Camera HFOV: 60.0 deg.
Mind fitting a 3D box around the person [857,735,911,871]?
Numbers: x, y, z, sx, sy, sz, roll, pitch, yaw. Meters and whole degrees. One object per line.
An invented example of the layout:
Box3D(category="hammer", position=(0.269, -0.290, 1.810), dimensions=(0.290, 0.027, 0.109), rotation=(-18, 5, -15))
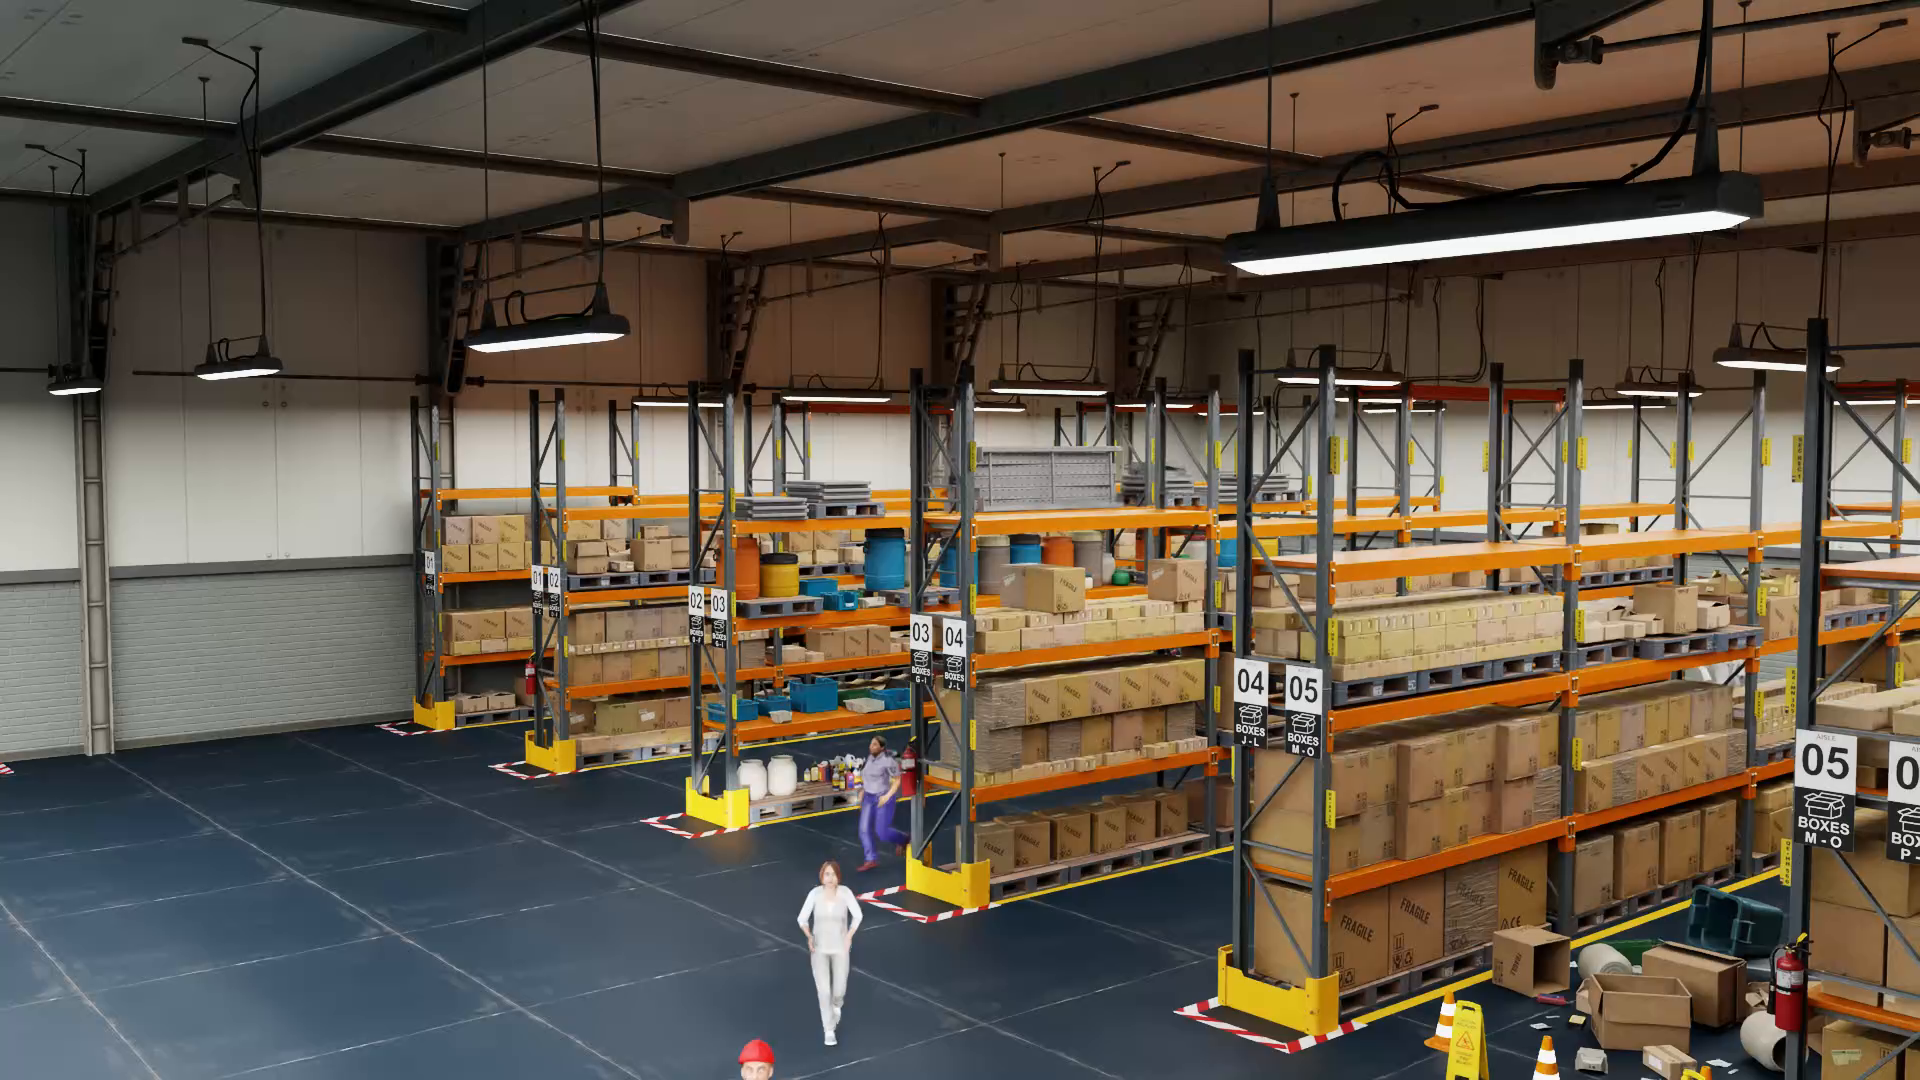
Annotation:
Box3D(category="person", position=(-0.950, 3.176, 20.214), dimensions=(0.633, 1.626, 0.715), rotation=(3, 5, 42))

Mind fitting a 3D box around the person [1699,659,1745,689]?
Box3D(category="person", position=(13.304, 2.586, 28.828), dimensions=(0.765, 1.795, 0.947), rotation=(0, 3, -8))

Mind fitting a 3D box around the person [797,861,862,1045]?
Box3D(category="person", position=(-1.123, 3.537, 14.372), dimensions=(0.560, 1.557, 0.546), rotation=(0, 3, -5))

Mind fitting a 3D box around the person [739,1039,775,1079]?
Box3D(category="person", position=(-1.157, 3.717, 9.331), dimensions=(0.642, 1.838, 0.763), rotation=(0, 3, -6))
